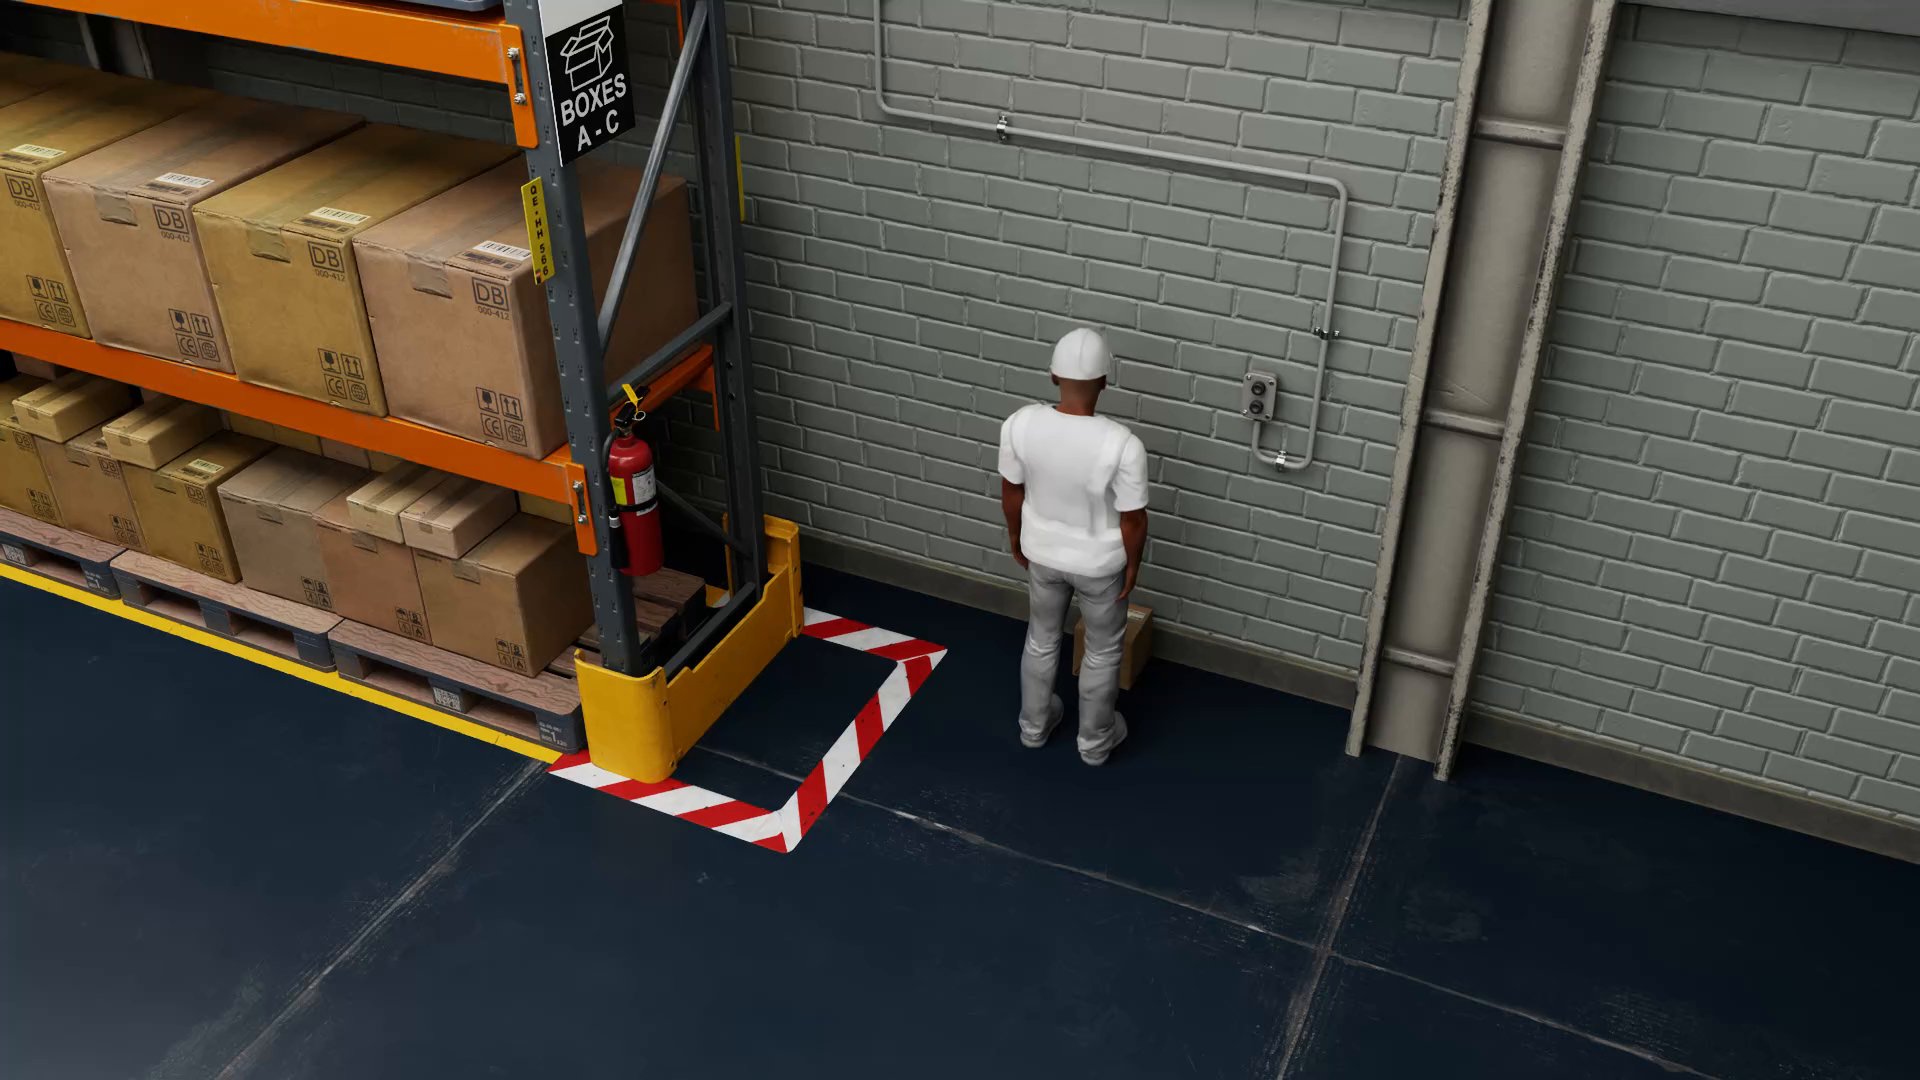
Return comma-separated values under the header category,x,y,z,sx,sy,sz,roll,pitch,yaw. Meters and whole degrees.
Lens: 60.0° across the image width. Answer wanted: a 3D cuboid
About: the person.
category,x,y,z,sx,sy,sz,roll,pitch,yaw
person,0.415,0.037,6.065,0.565,1.763,0.363,15,36,21
